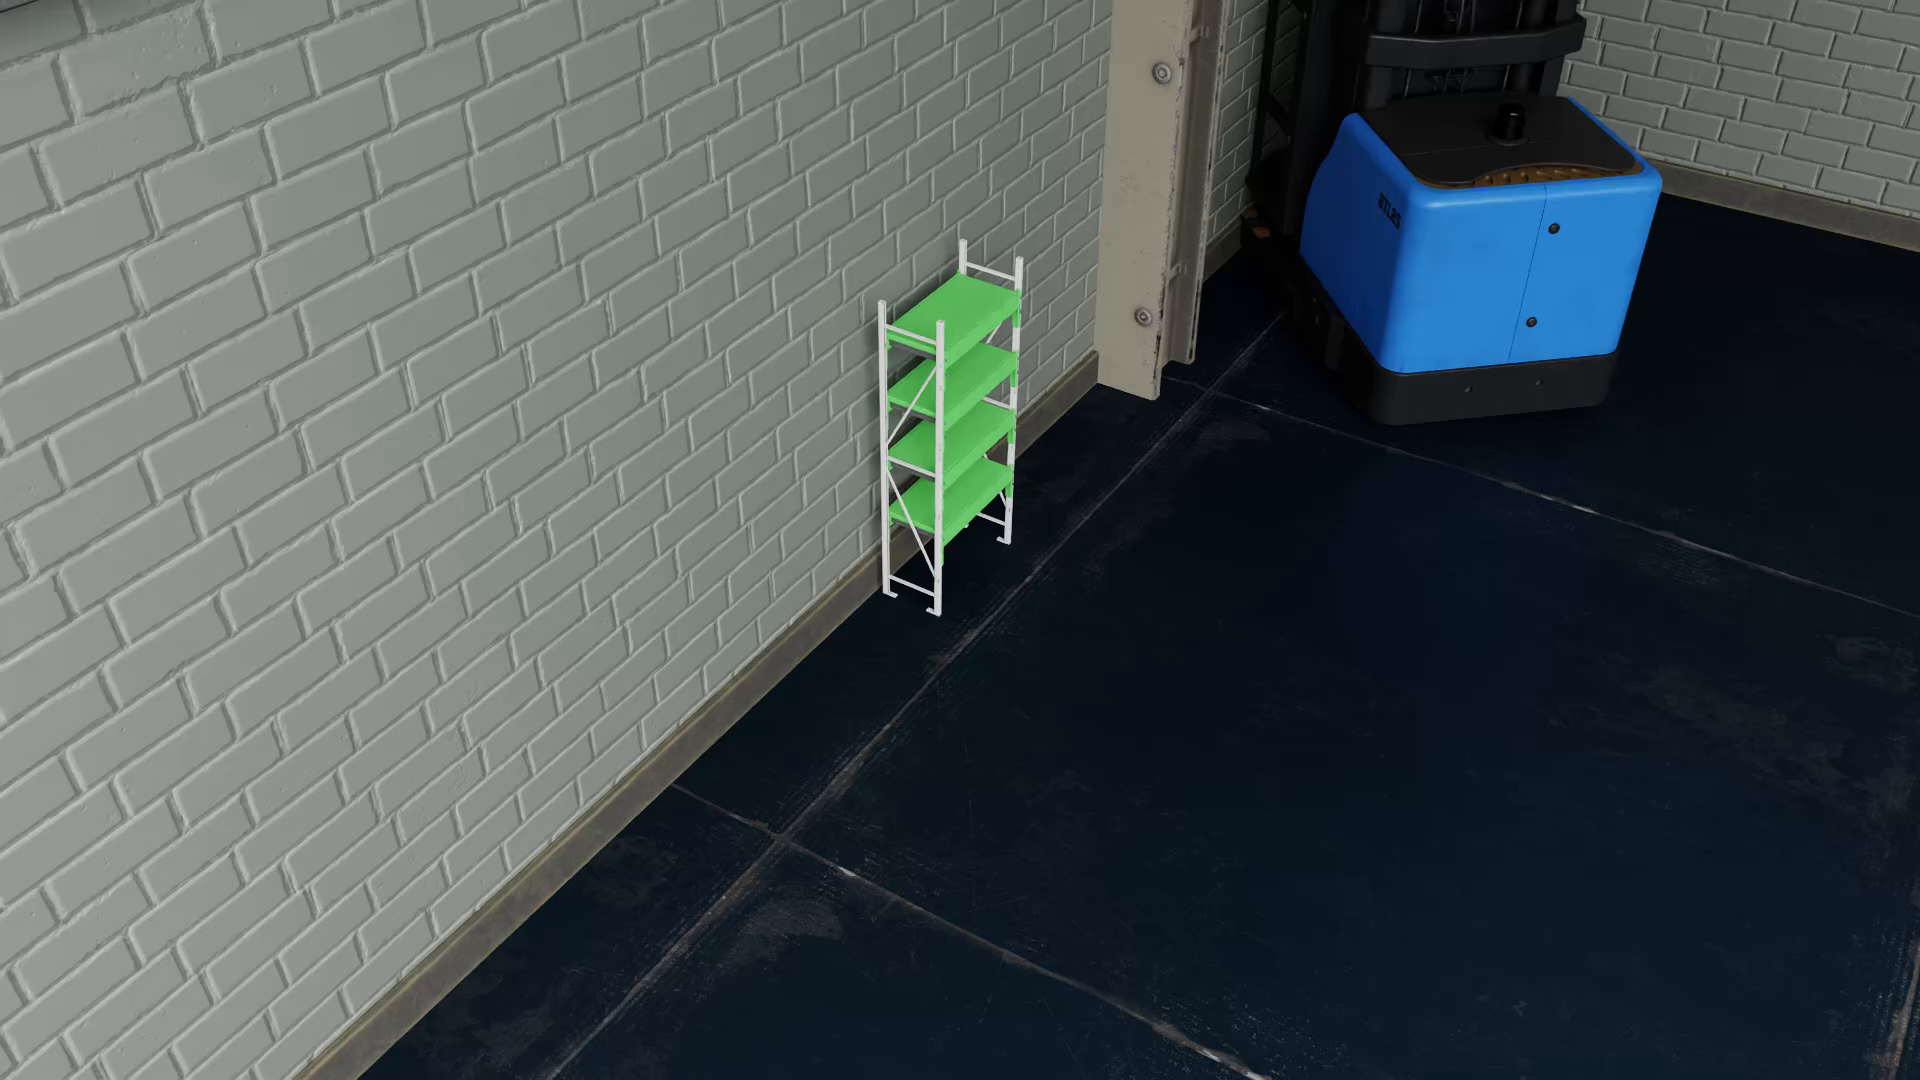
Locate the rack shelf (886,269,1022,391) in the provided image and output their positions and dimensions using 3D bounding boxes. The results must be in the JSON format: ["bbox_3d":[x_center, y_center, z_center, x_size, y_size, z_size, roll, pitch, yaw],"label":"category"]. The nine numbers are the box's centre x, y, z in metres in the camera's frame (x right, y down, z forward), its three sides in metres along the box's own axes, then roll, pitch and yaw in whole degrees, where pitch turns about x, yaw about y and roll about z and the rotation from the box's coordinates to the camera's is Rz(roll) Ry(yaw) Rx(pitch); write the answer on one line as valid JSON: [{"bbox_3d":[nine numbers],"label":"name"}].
[{"bbox_3d":[-0.028,-0.698,5.488,0.258,0.148,0.480,22,43,24],"label":"rack shelf"}]

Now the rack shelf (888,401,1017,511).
[{"bbox_3d":[-0.035,-0.321,5.784,0.258,0.148,0.480,22,43,24],"label":"rack shelf"}]

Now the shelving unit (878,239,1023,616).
[{"bbox_3d":[-0.034,-0.371,5.745,0.258,1.200,0.503,22,43,24],"label":"shelving unit"}]

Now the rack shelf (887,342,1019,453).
[{"bbox_3d":[-0.032,-0.510,5.636,0.258,0.148,0.480,22,43,24],"label":"rack shelf"}]

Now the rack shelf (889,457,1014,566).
[{"bbox_3d":[-0.039,-0.133,5.933,0.258,0.148,0.480,22,43,24],"label":"rack shelf"}]

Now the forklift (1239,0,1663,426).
[{"bbox_3d":[1.934,-2.522,7.121,1.130,2.935,3.031,-6,38,-8],"label":"forklift"}]

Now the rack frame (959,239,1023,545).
[{"bbox_3d":[0.094,-0.498,5.909,0.240,1.200,0.015,22,43,24],"label":"rack frame"}]

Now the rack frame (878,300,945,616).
[{"bbox_3d":[-0.163,-0.245,5.581,0.240,1.200,0.015,22,43,24],"label":"rack frame"}]

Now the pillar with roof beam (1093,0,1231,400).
[{"bbox_3d":[4.428,-2.895,2.635,9.100,9.000,0.400,21,42,25],"label":"pillar with roof beam"}]
